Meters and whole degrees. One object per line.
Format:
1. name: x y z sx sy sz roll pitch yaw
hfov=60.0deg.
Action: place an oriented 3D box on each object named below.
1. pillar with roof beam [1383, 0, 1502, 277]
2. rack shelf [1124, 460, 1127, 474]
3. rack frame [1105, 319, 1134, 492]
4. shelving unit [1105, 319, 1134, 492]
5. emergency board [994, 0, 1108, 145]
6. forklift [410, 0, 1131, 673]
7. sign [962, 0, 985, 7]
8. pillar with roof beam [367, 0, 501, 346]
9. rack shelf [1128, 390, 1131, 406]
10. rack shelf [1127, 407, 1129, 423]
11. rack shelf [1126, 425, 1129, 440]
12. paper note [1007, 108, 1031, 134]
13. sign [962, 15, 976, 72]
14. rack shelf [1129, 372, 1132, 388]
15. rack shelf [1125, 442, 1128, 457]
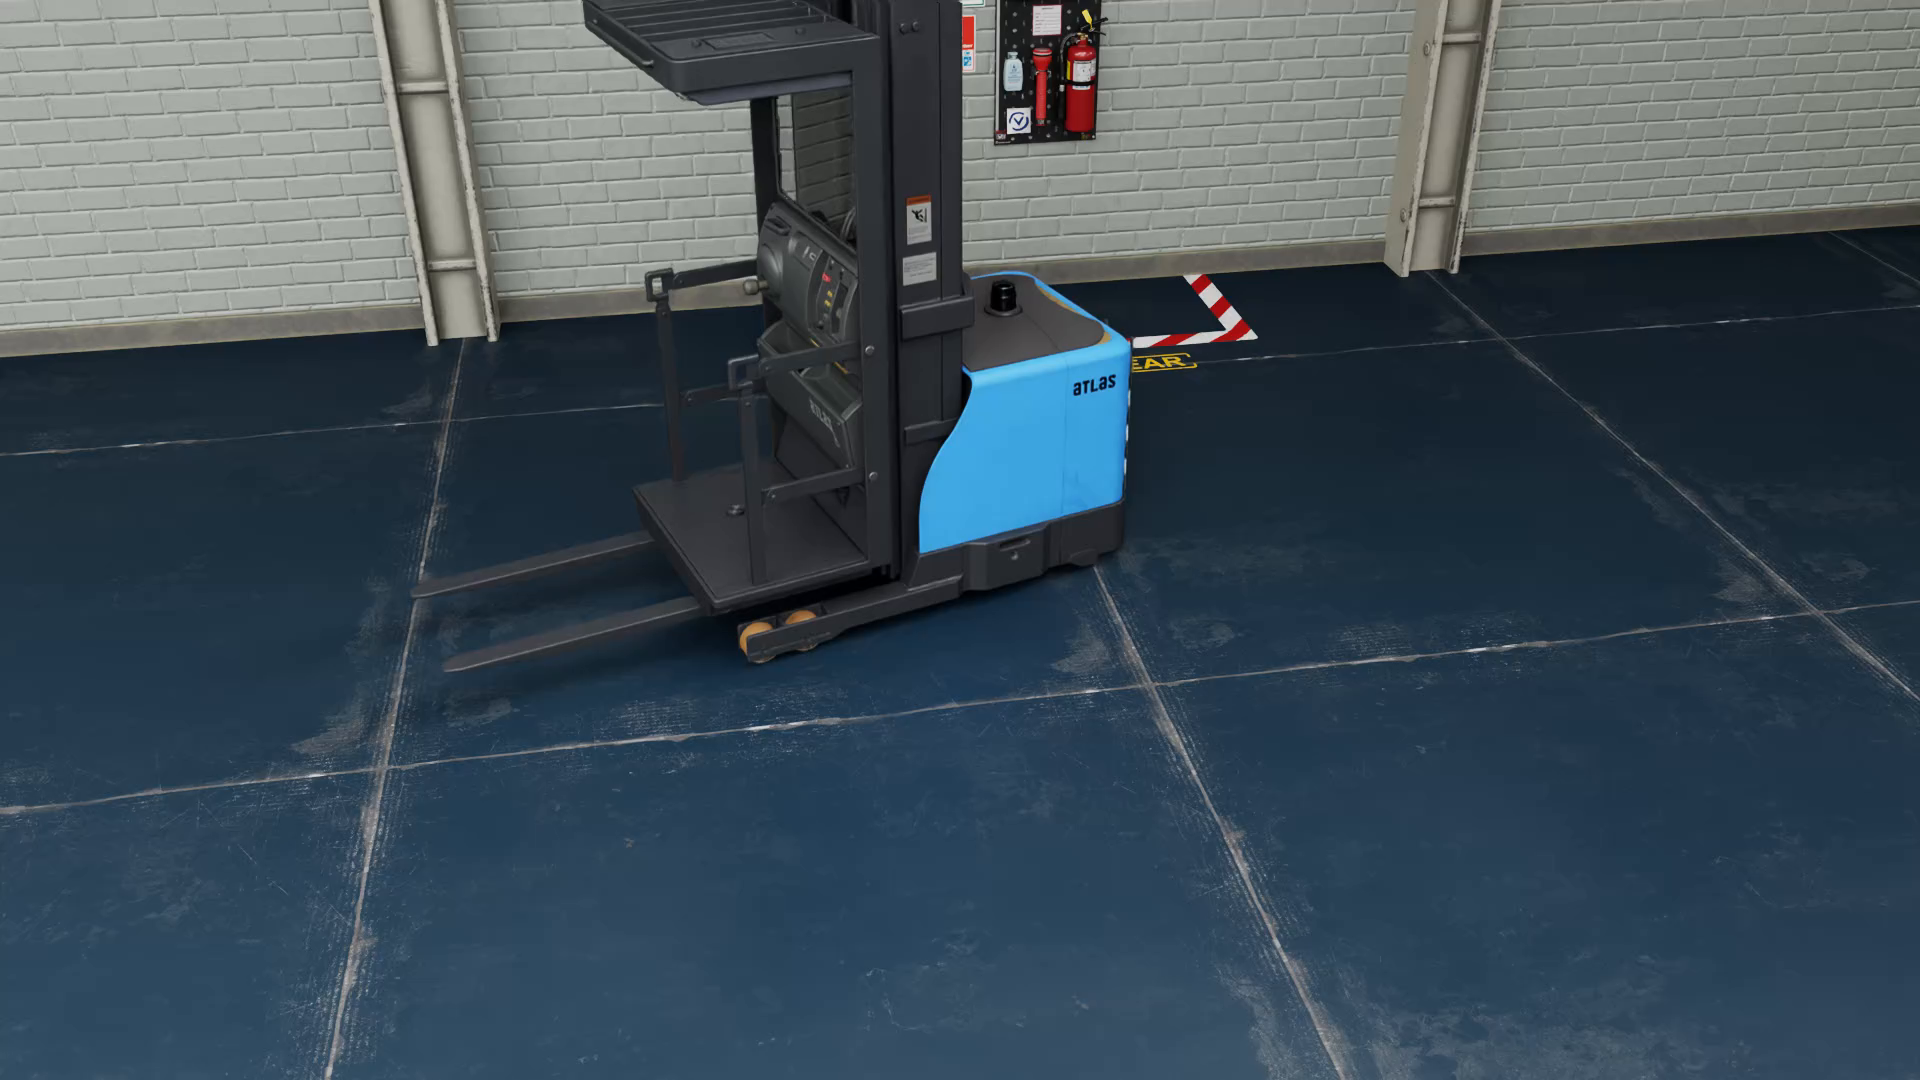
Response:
1. pillar with roof beam: 3.751 -3.505 4.833 0.400 9.000 9.100 -5 31 -9
2. rack shelf: 0.640 -0.377 7.925 0.200 0.077 0.258 -15 33 -23
3. rack frame: 0.731 -0.585 7.857 0.006 0.900 0.240 -15 33 -23
4. shelving unit: 0.640 -0.561 7.817 0.210 0.900 0.258 -15 33 -23
5. emergency board: 0.538 -2.859 9.652 0.643 1.169 0.194 -5 31 -9
6. forklift: -0.804 -1.061 6.663 3.031 2.935 1.130 -15 33 -23
7. sign: -0.019 -3.099 9.504 0.331 0.109 0.001 -5 31 -9
8. pillar with roof beam: -2.151 -2.957 3.901 0.400 9.000 9.100 -5 31 -9
9. rack shelf: 0.640 -0.688 7.743 0.200 0.077 0.258 -15 33 -23
10. rack shelf: 0.640 -0.610 7.788 0.200 0.077 0.258 -15 33 -23
11. rack shelf: 0.640 -0.533 7.834 0.200 0.077 0.258 -15 33 -23
12. paper note: 0.351 -2.497 9.907 0.142 0.148 0.016 -5 31 -9
13. sign: -0.025 -2.875 9.645 0.234 0.329 0.001 -5 31 -9
14. rack shelf: 0.640 -0.765 7.697 0.200 0.077 0.258 -15 33 -23
15. rack shelf: 0.640 -0.455 7.879 0.200 0.077 0.258 -15 33 -23
